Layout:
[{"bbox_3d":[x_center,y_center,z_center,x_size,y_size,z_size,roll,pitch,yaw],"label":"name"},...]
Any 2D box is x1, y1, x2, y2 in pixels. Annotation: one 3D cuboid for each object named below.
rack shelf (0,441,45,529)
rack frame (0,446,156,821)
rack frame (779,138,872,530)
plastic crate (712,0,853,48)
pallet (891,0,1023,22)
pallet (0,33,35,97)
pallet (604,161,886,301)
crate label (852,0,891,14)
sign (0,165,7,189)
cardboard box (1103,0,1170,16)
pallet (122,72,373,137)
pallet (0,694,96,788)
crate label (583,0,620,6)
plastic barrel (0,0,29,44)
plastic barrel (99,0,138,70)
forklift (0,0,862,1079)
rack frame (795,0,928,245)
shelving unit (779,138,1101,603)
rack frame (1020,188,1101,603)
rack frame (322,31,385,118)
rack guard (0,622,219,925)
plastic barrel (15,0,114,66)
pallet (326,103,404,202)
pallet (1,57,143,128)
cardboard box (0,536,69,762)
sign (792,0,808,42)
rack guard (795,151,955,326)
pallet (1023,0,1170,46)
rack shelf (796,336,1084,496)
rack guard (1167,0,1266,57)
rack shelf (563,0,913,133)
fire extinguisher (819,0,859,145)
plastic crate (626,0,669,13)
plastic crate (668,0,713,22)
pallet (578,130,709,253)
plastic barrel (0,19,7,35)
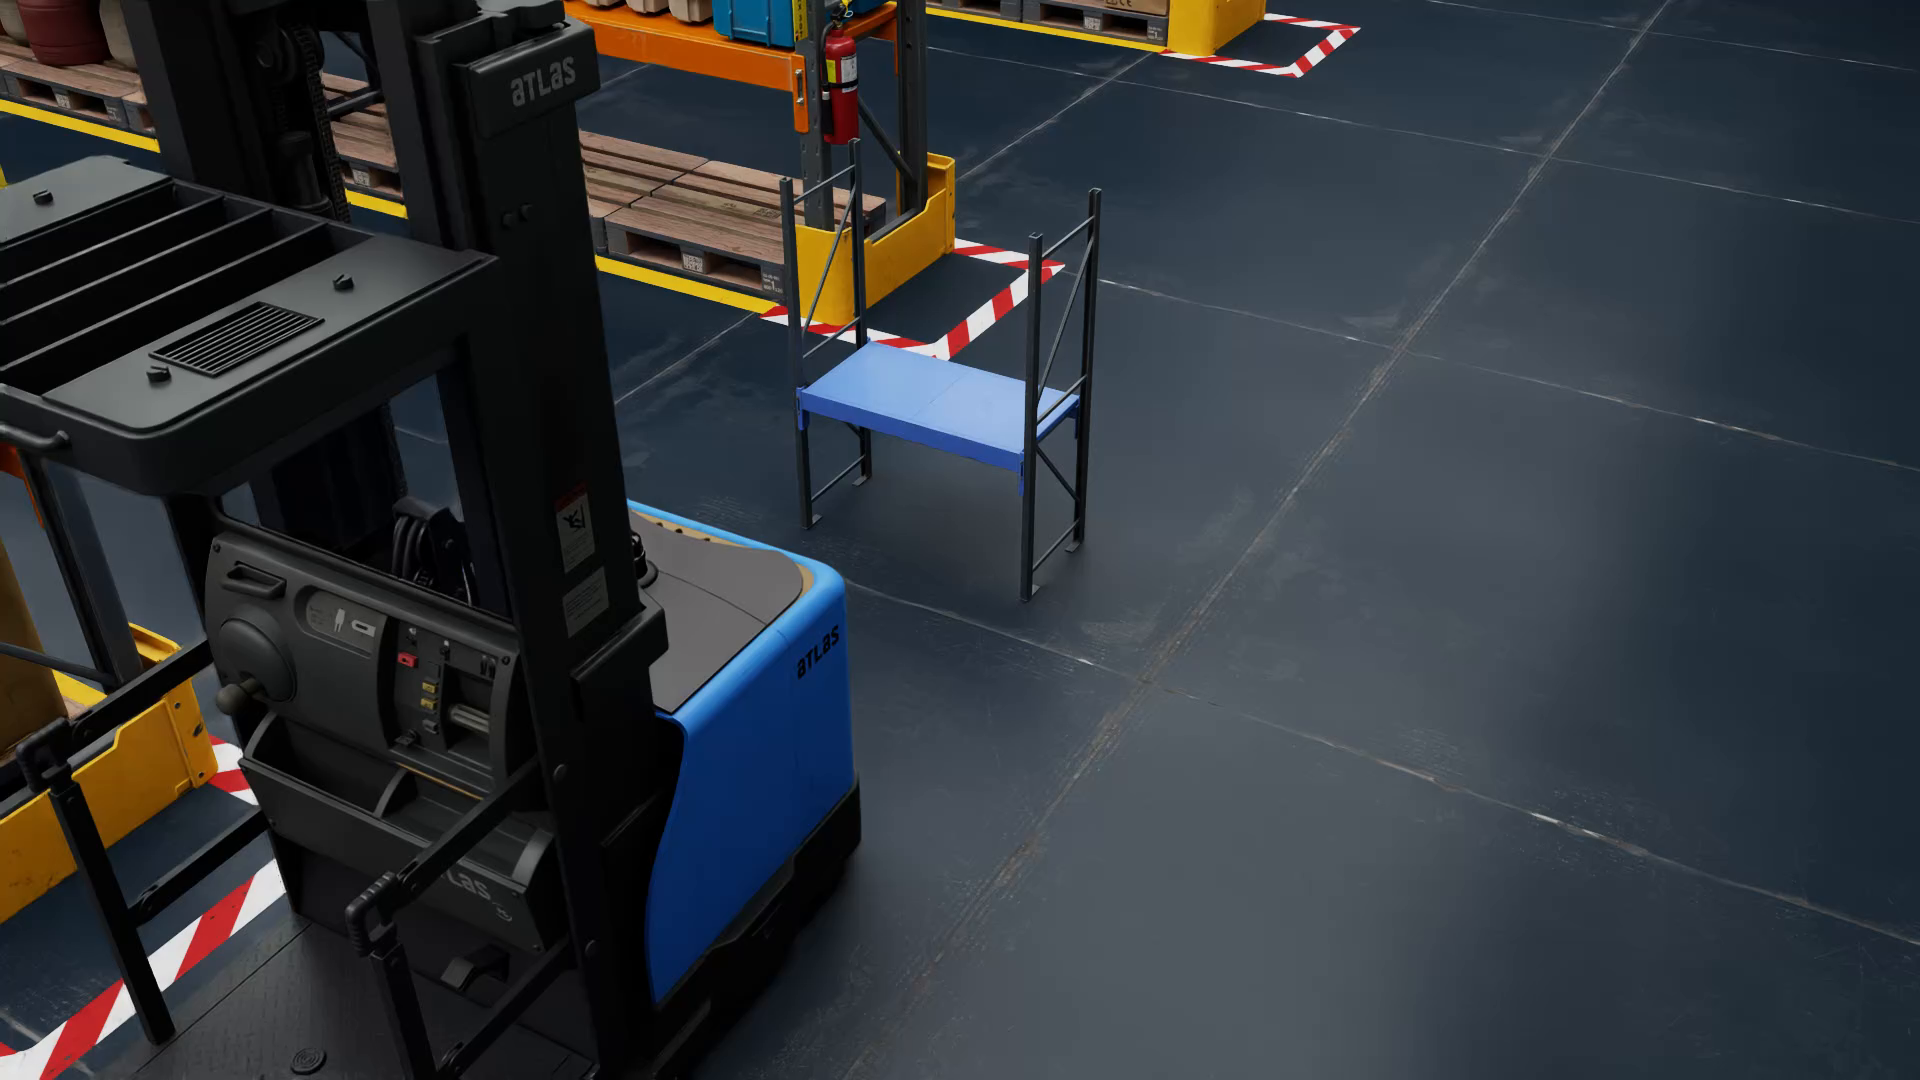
[{"bbox_3d":[-4.665,-0.506,5.453,4.000,0.370,1.077,18,37,24],"label":"rack shelf"},{"bbox_3d":[-2.928,-0.256,4.428,0.127,3.000,1.000,18,37,24],"label":"rack frame"},{"bbox_3d":[-0.515,-0.788,6.579,0.032,1.500,0.500,18,37,24],"label":"rack frame"},{"bbox_3d":[-0.854,-2.681,7.984,0.499,0.435,0.616,18,37,24],"label":"plastic crate"},{"bbox_3d":[0.176,-4.437,13.223,1.213,0.211,1.003,18,37,24],"label":"pallet"},{"bbox_3d":[-6.711,-3.482,11.788,1.213,0.211,1.003,18,37,24],"label":"pallet"},{"bbox_3d":[-1.168,-1.724,9.149,1.213,0.211,1.003,18,37,24],"label":"pallet"},{"bbox_3d":[-0.522,-2.821,8.377,0.303,0.233,0.416,18,37,24],"label":"crate label"},{"bbox_3d":[-2.648,-0.914,4.564,0.005,0.325,0.100,18,37,24],"label":"sign"},{"bbox_3d":[1.396,-4.196,12.202,0.500,0.500,0.500,18,37,24],"label":"cardboard box"},{"bbox_3d":[-4.593,-2.811,10.781,1.213,0.211,1.003,18,37,24],"label":"pallet"},{"bbox_3d":[-3.662,0.723,5.474,1.213,0.211,1.003,18,37,24],"label":"pallet"},{"bbox_3d":[-1.767,-2.843,8.497,0.243,0.136,0.396,18,37,24],"label":"crate label"},{"bbox_3d":[-6.449,-3.740,11.526,0.421,0.512,0.421,0,34,0],"label":"plastic barrel"},{"bbox_3d":[-5.468,-3.429,11.059,0.421,0.512,0.421,0,34,0],"label":"plastic barrel"},{"bbox_3d":[-1.462,0.340,3.595,1.130,2.935,3.031,17,37,24],"label":"forklift"},{"bbox_3d":[-0.471,-2.639,8.007,0.127,3.000,1.000,18,37,24],"label":"rack frame"},{"bbox_3d":[-0.074,-0.648,6.370,1.048,1.500,0.538,18,37,24],"label":"shelving unit"},{"bbox_3d":[0.367,-0.508,6.160,0.032,1.500,0.500,18,37,24],"label":"rack frame"},{"bbox_3d":[-3.944,-3.739,9.659,0.127,3.000,1.000,18,37,24],"label":"rack frame"},{"bbox_3d":[-2.908,0.791,5.111,0.348,0.500,1.175,18,37,24],"label":"rack guard"},{"bbox_3d":[-6.003,-3.573,11.207,0.708,0.588,0.600,18,37,24],"label":"plastic barrel"},{"bbox_3d":[-3.286,-2.395,10.156,1.213,0.211,1.003,18,37,24],"label":"pallet"},{"bbox_3d":[-5.656,-3.146,11.284,1.213,0.211,1.003,18,37,24],"label":"pallet"},{"bbox_3d":[-3.524,0.316,5.107,0.875,0.875,0.875,18,37,24],"label":"cardboard box"},{"bbox_3d":[-0.730,-2.438,7.558,0.005,0.325,0.100,18,37,24],"label":"sign"},{"bbox_3d":[-0.444,-1.598,8.699,0.348,0.500,1.175,18,37,24],"label":"rack guard"},{"bbox_3d":[1.231,-4.101,12.718,1.213,0.211,1.003,18,37,24],"label":"pallet"},{"bbox_3d":[-0.074,-0.498,6.469,1.000,0.185,0.538,18,37,24],"label":"rack shelf"},{"bbox_3d":[1.924,-4.002,12.309,0.348,0.500,1.175,18,37,24],"label":"rack guard"},{"bbox_3d":[-2.207,-2.890,9.032,4.000,0.370,1.077,18,37,24],"label":"rack shelf"},{"bbox_3d":[-0.565,-2.192,7.741,0.183,0.674,0.296,18,37,24],"label":"fire extinguisher"},{"bbox_3d":[-1.513,-2.778,8.400,0.243,0.136,0.396,18,37,24],"label":"plastic crate"},{"bbox_3d":[-1.269,-2.692,8.269,0.243,0.136,0.396,18,37,24],"label":"plastic crate"},{"bbox_3d":[-2.223,-2.060,9.653,1.213,0.211,1.003,18,37,24],"label":"pallet"},{"bbox_3d":[-6.983,-3.984,11.606,0.708,0.830,0.600,18,37,24],"label":"plastic barrel"}]
